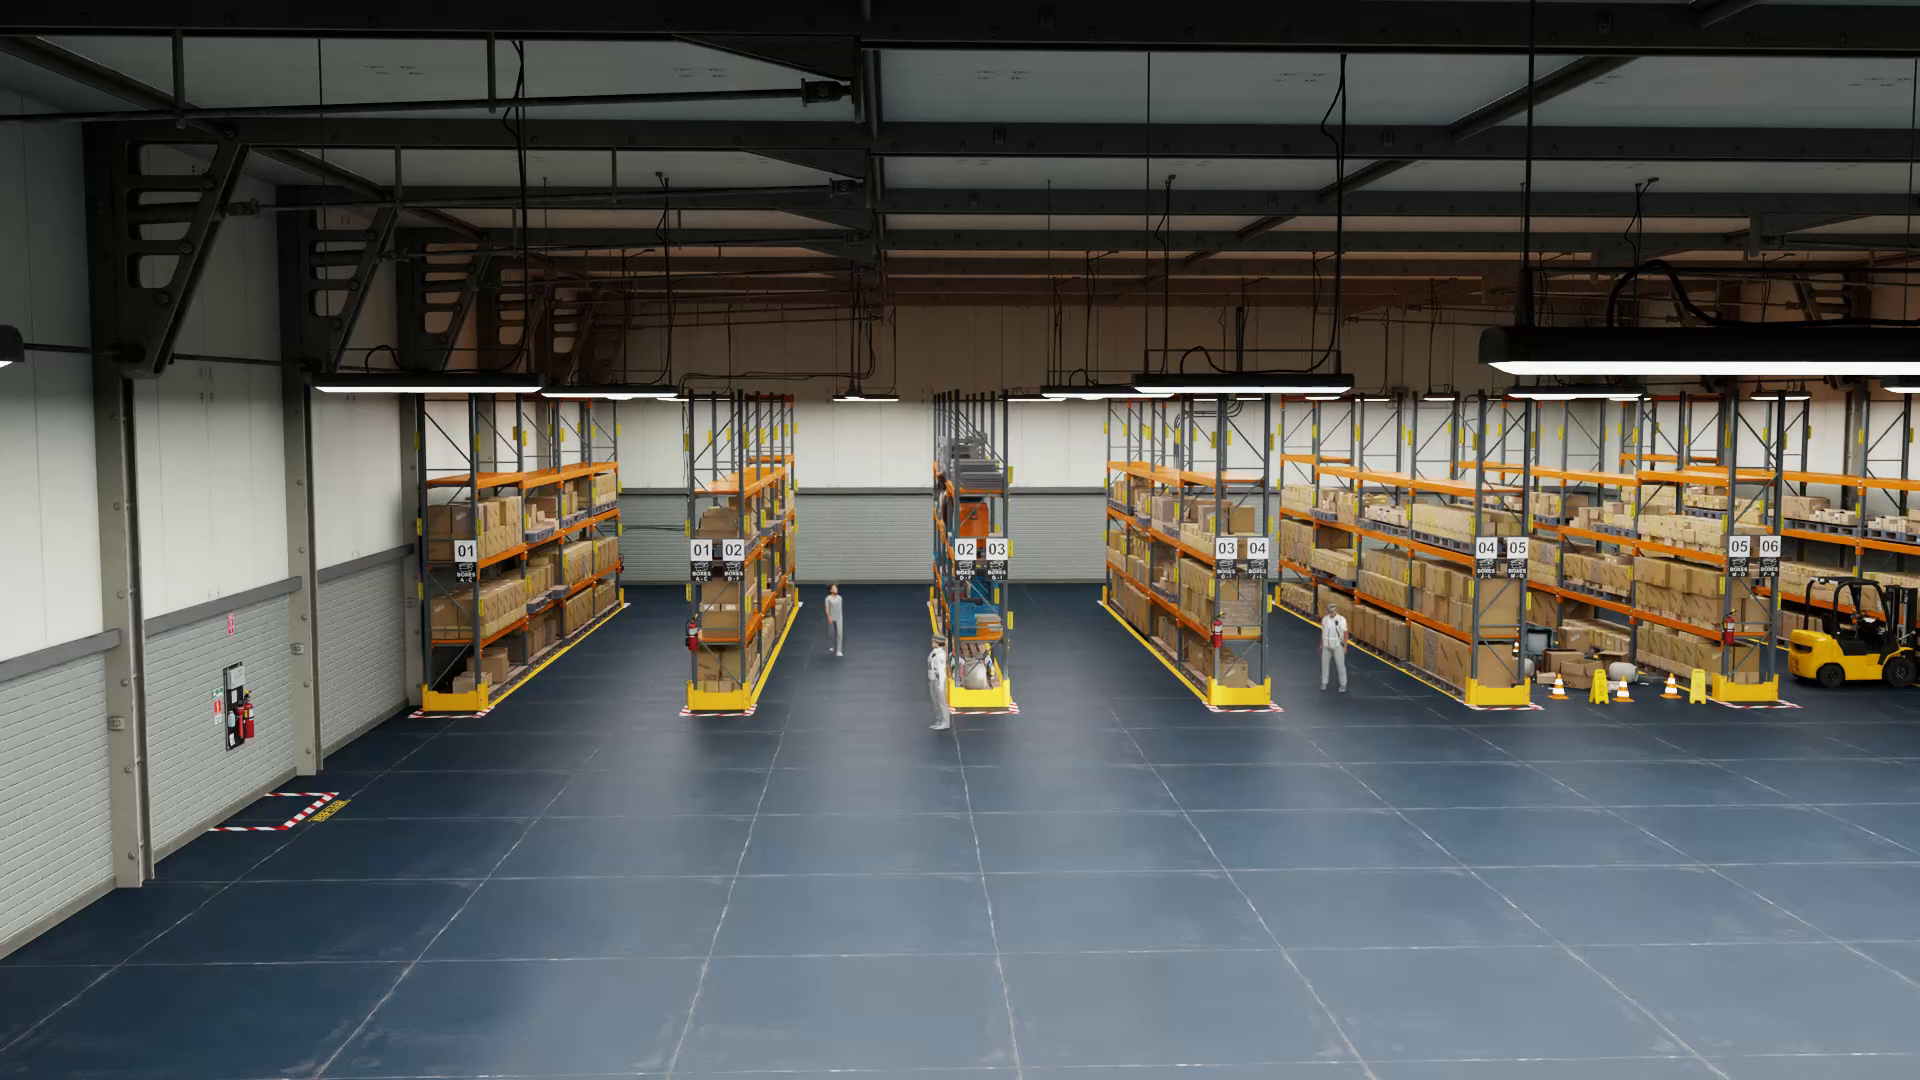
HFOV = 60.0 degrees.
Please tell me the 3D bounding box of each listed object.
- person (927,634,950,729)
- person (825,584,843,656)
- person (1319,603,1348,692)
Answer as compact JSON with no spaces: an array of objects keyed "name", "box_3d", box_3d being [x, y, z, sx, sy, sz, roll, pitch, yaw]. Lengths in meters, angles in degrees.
[{"name":"person","box_3d":[-0.392,2.506,29.297,0.388,1.720,0.596,-2,5,-22]},{"name":"person","box_3d":[-2.864,1.807,37.817,0.420,1.621,0.976,-1,5,-8]},{"name":"person","box_3d":[7.470,2.136,33.309,0.620,1.744,0.434,4,6,39]}]
